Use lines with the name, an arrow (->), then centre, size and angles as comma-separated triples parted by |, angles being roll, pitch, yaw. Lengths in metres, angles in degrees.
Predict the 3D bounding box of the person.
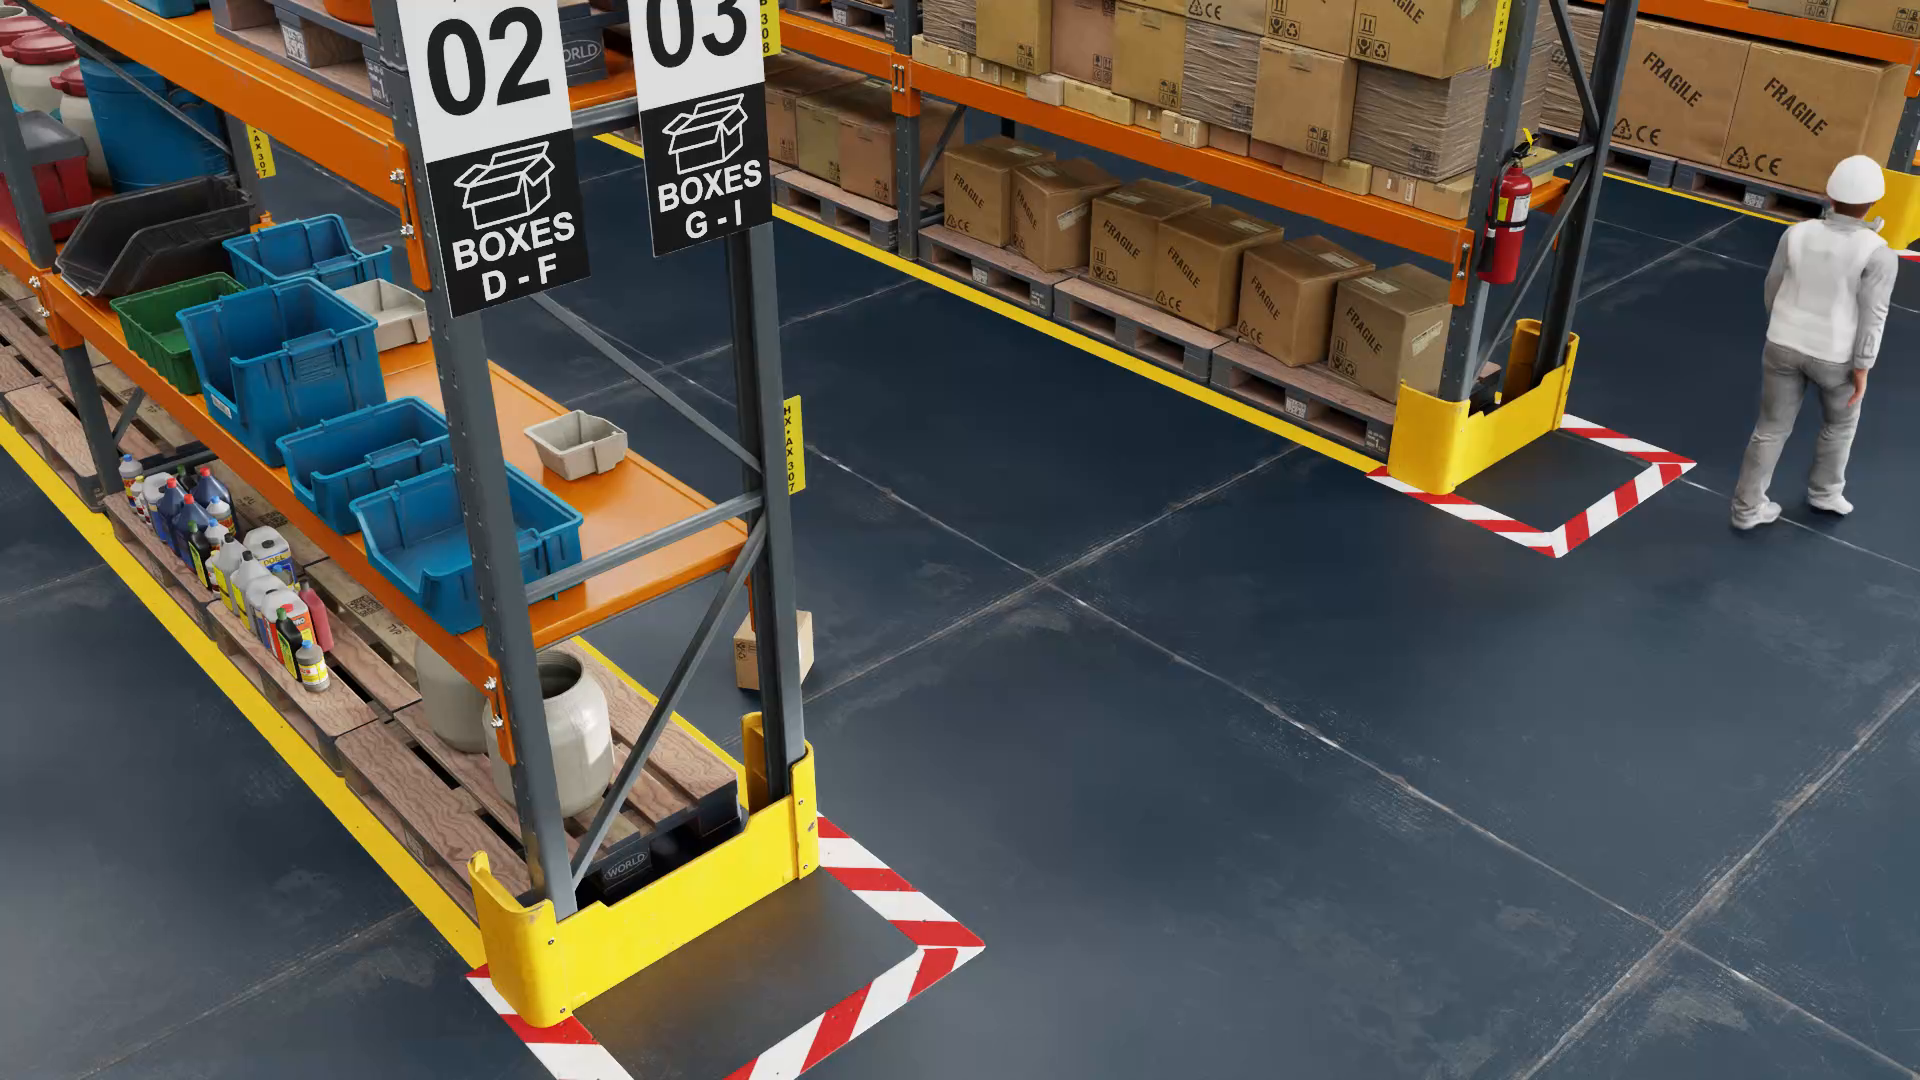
person -> 3.910, -0.877, 7.567 | 0.717, 1.807, 0.572 | -26, 40, -36
